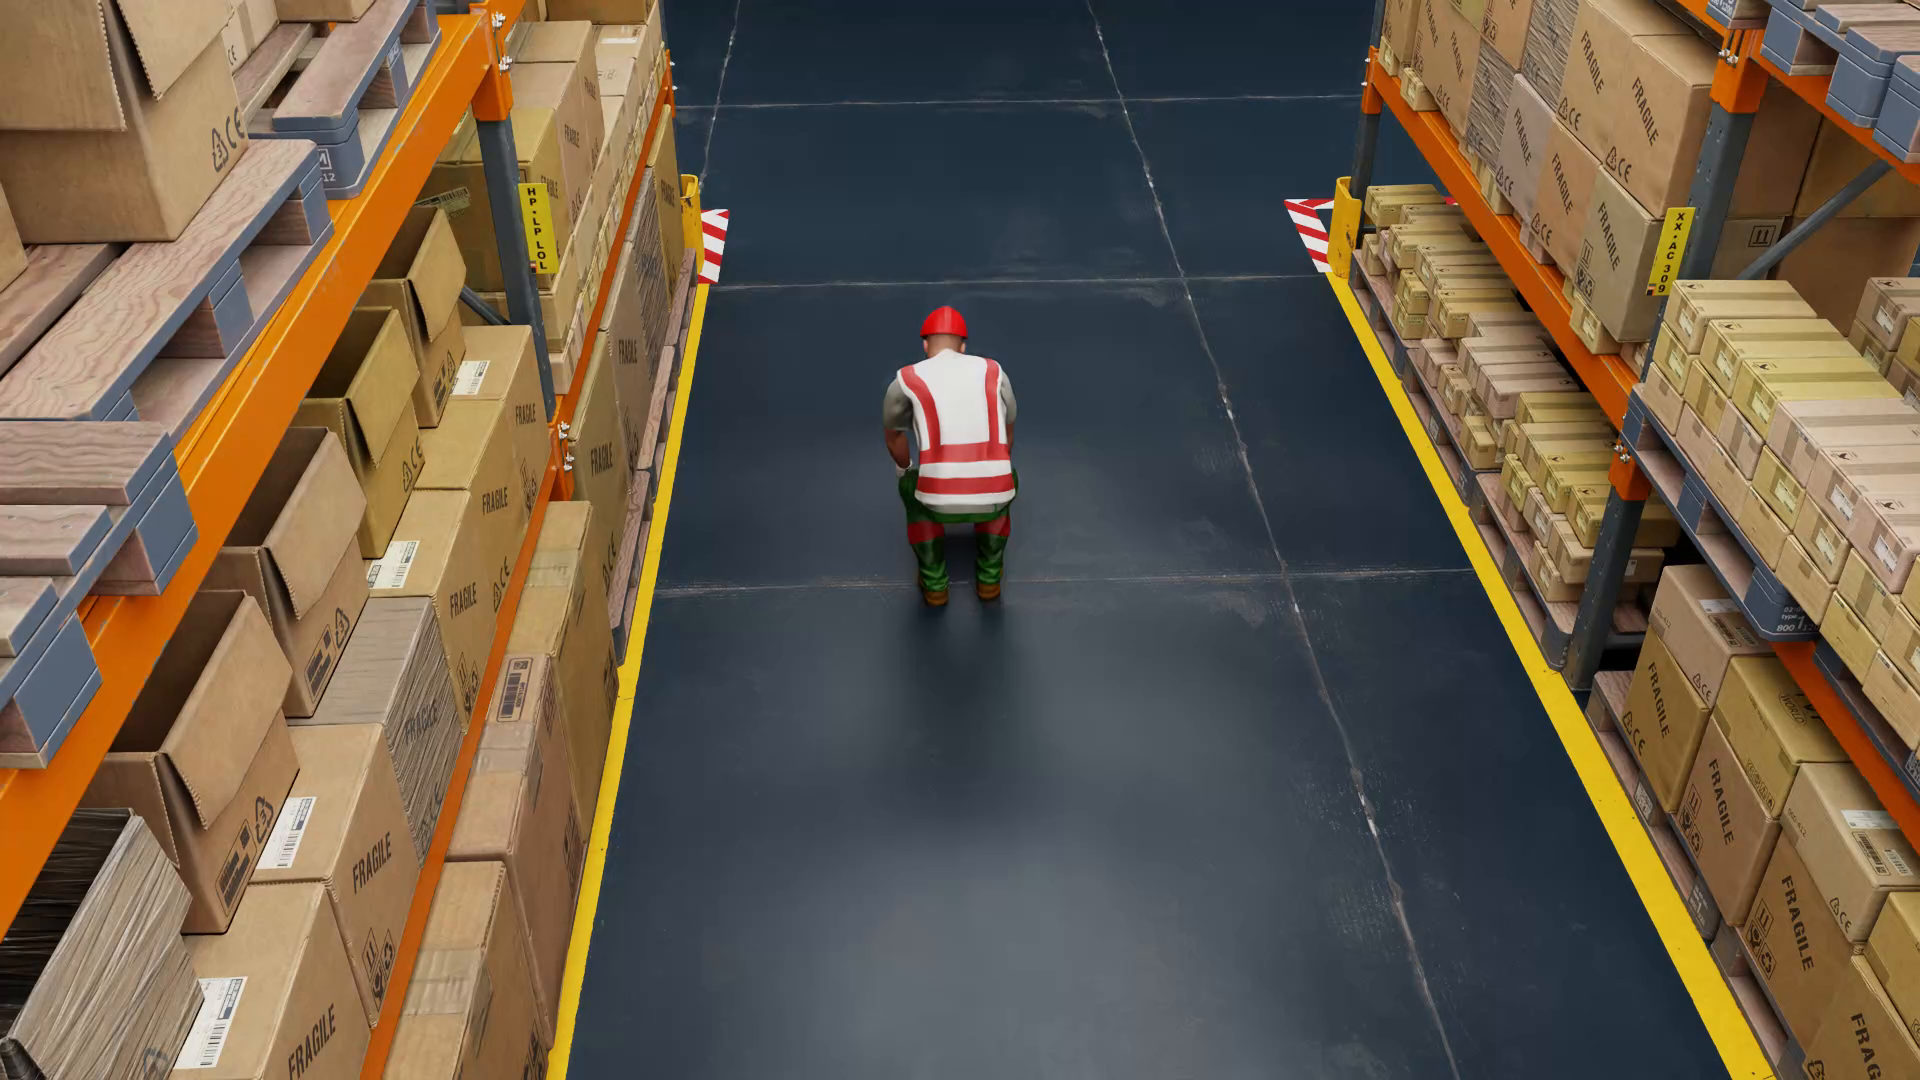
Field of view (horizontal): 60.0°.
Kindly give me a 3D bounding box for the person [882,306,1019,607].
[{"bbox_3d":[-0.039,-0.322,7.115,0.580,1.186,0.845,-2,35,-2],"label":"person"}]
